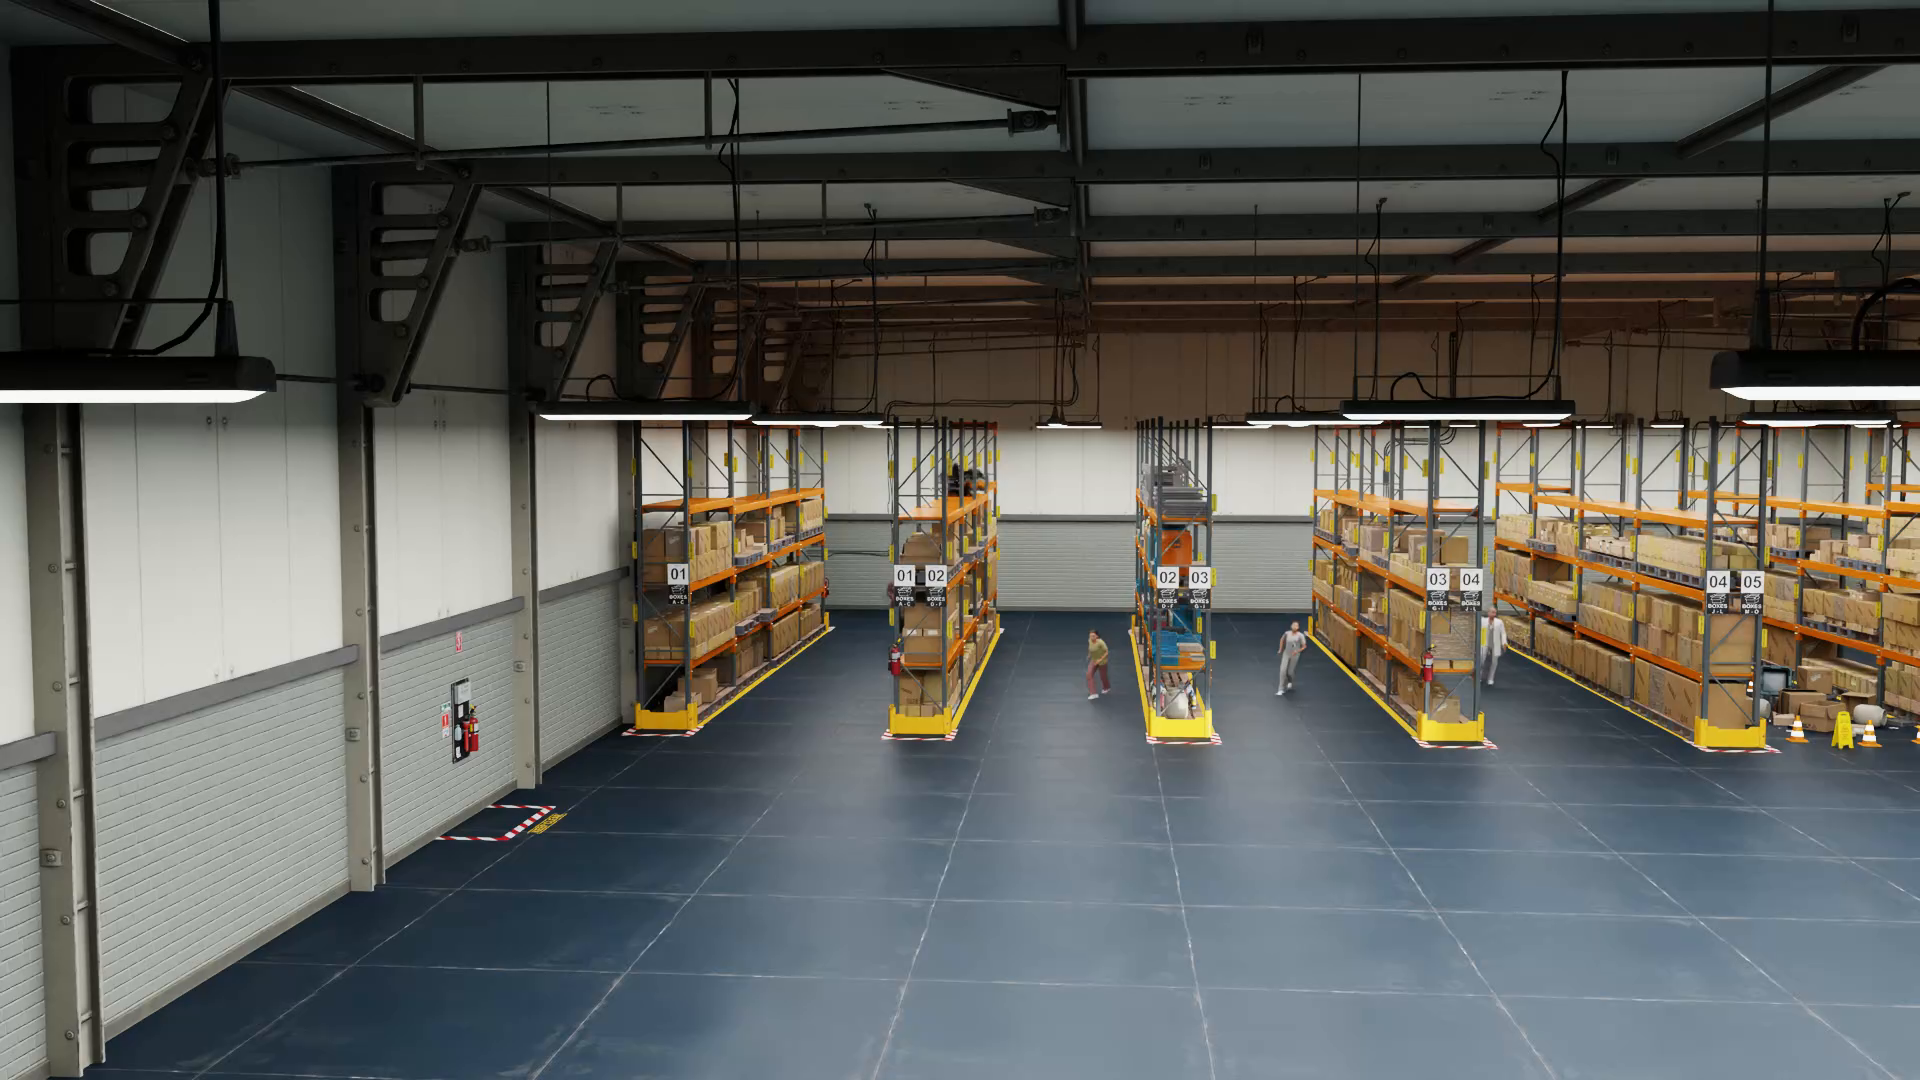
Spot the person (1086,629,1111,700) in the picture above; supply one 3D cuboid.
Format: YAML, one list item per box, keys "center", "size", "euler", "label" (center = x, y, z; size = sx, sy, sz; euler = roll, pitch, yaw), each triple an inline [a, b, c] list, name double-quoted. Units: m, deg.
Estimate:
- center: [3.008, 2.646, 35.614]
  size: [0.596, 1.452, 1.071]
  euler: [2, 4, 33]
  label: "person"

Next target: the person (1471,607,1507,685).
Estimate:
- center: [11.995, 2.384, 37.697]
  size: [0.754, 1.751, 0.716]
  euler: [1, 4, 14]
  label: "person"

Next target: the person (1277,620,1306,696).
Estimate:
- center: [7.229, 2.664, 36.207]
  size: [0.607, 1.384, 0.856]
  euler: [2, 4, 24]
  label: "person"

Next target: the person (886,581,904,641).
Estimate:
- center: [-1.599, 1.730, 43.622]
  size: [0.662, 1.838, 0.837]
  euler: [0, 4, 6]
  label: "person"

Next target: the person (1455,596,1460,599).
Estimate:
- center: [13.726, 1.943, 46.643]
  size: [0.694, 1.467, 0.918]
  euler: [2, 4, 31]
  label: "person"
